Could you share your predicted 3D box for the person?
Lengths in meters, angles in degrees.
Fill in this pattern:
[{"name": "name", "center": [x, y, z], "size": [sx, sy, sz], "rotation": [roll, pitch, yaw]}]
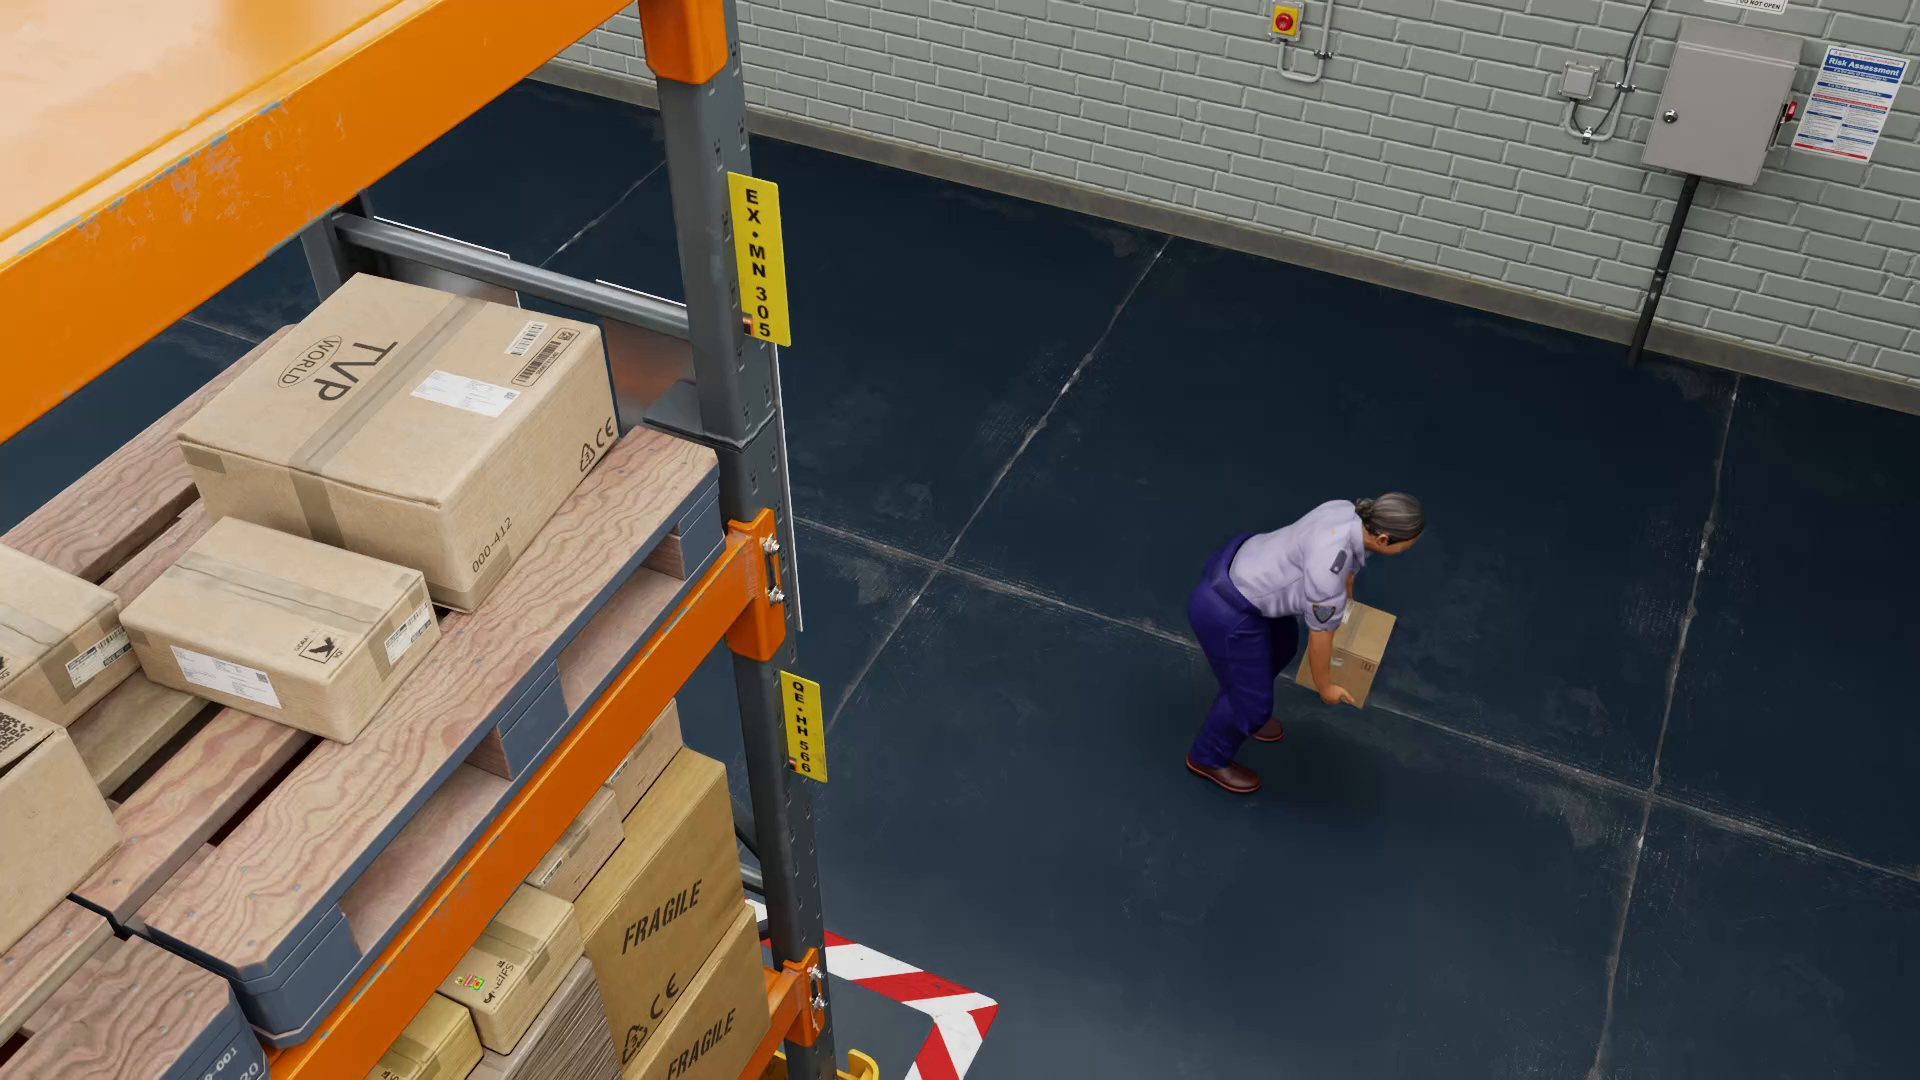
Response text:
[{"name": "person", "center": [1.188, 0.371, 6.009], "size": [0.729, 1.324, 0.455], "rotation": [16, 45, 17]}]
